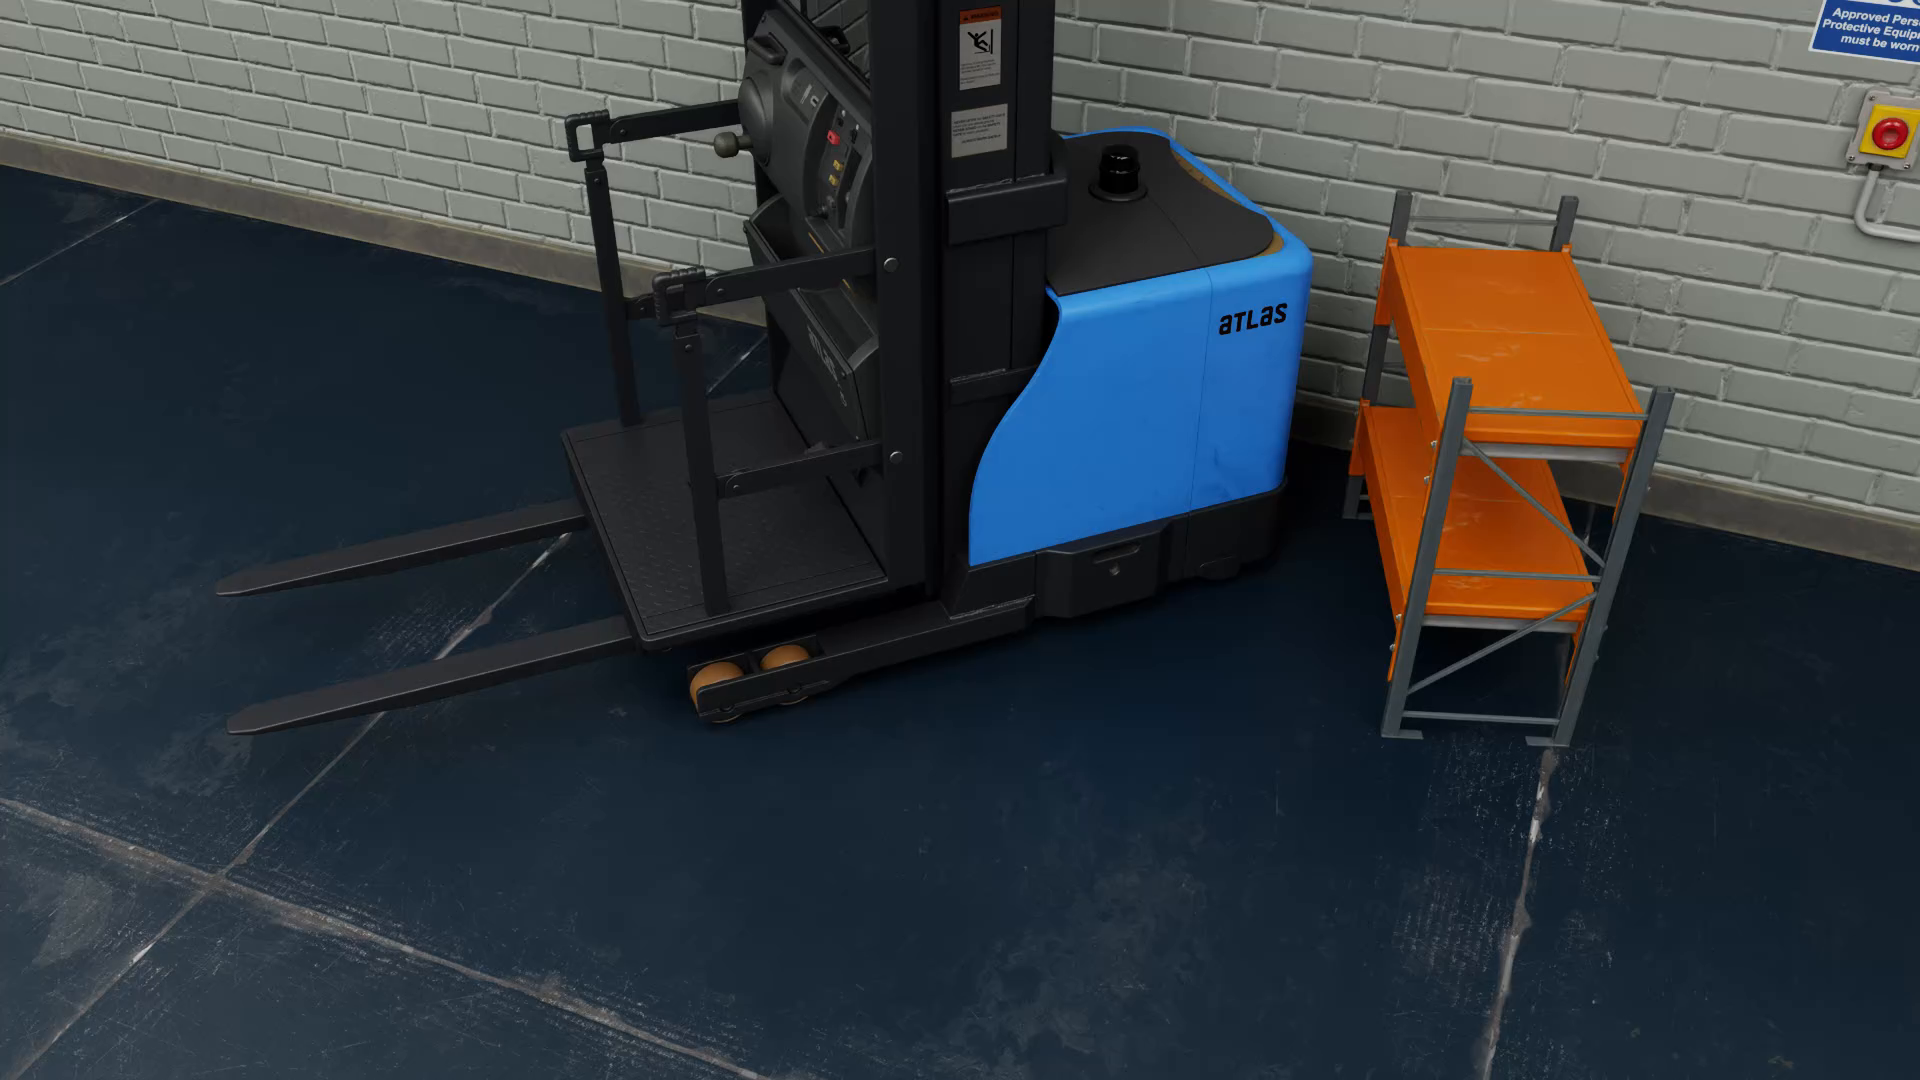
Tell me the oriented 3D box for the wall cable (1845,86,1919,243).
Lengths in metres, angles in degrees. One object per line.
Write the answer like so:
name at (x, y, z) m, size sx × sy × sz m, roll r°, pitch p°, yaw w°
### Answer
wall cable at (2.443, -1.627, 4.046) m, size 0.585 × 1.953 × 0.123 m, roll 14°, pitch 39°, yaw 18°

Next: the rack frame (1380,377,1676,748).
rack frame at (1.399, 0.091, 4.189) m, size 0.500 × 1.125 × 0.032 m, roll 3°, pitch 37°, yaw 4°

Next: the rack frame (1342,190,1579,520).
rack frame at (1.479, -0.516, 5.001) m, size 0.500 × 1.125 × 0.032 m, roll 3°, pitch 37°, yaw 4°

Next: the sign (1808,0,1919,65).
sign at (2.422, -1.360, 4.339) m, size 0.327 × 0.218 × 0.001 m, roll 14°, pitch 39°, yaw 18°

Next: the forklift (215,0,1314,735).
forklift at (-0.584, -1.031, 4.182) m, size 3.031 × 2.935 × 1.130 m, roll -14°, pitch 39°, yaw -18°

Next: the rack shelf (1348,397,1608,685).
rack shelf at (1.439, -0.017, 4.741) m, size 0.538 × 0.278 × 1.000 m, roll 3°, pitch 37°, yaw 4°

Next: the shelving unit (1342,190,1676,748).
shelving unit at (1.439, -0.213, 4.595) m, size 0.538 × 1.125 × 1.048 m, roll 3°, pitch 37°, yaw 4°

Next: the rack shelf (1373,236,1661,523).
rack shelf at (1.439, -0.447, 4.420) m, size 0.538 × 0.278 × 1.000 m, roll 3°, pitch 37°, yaw 4°
